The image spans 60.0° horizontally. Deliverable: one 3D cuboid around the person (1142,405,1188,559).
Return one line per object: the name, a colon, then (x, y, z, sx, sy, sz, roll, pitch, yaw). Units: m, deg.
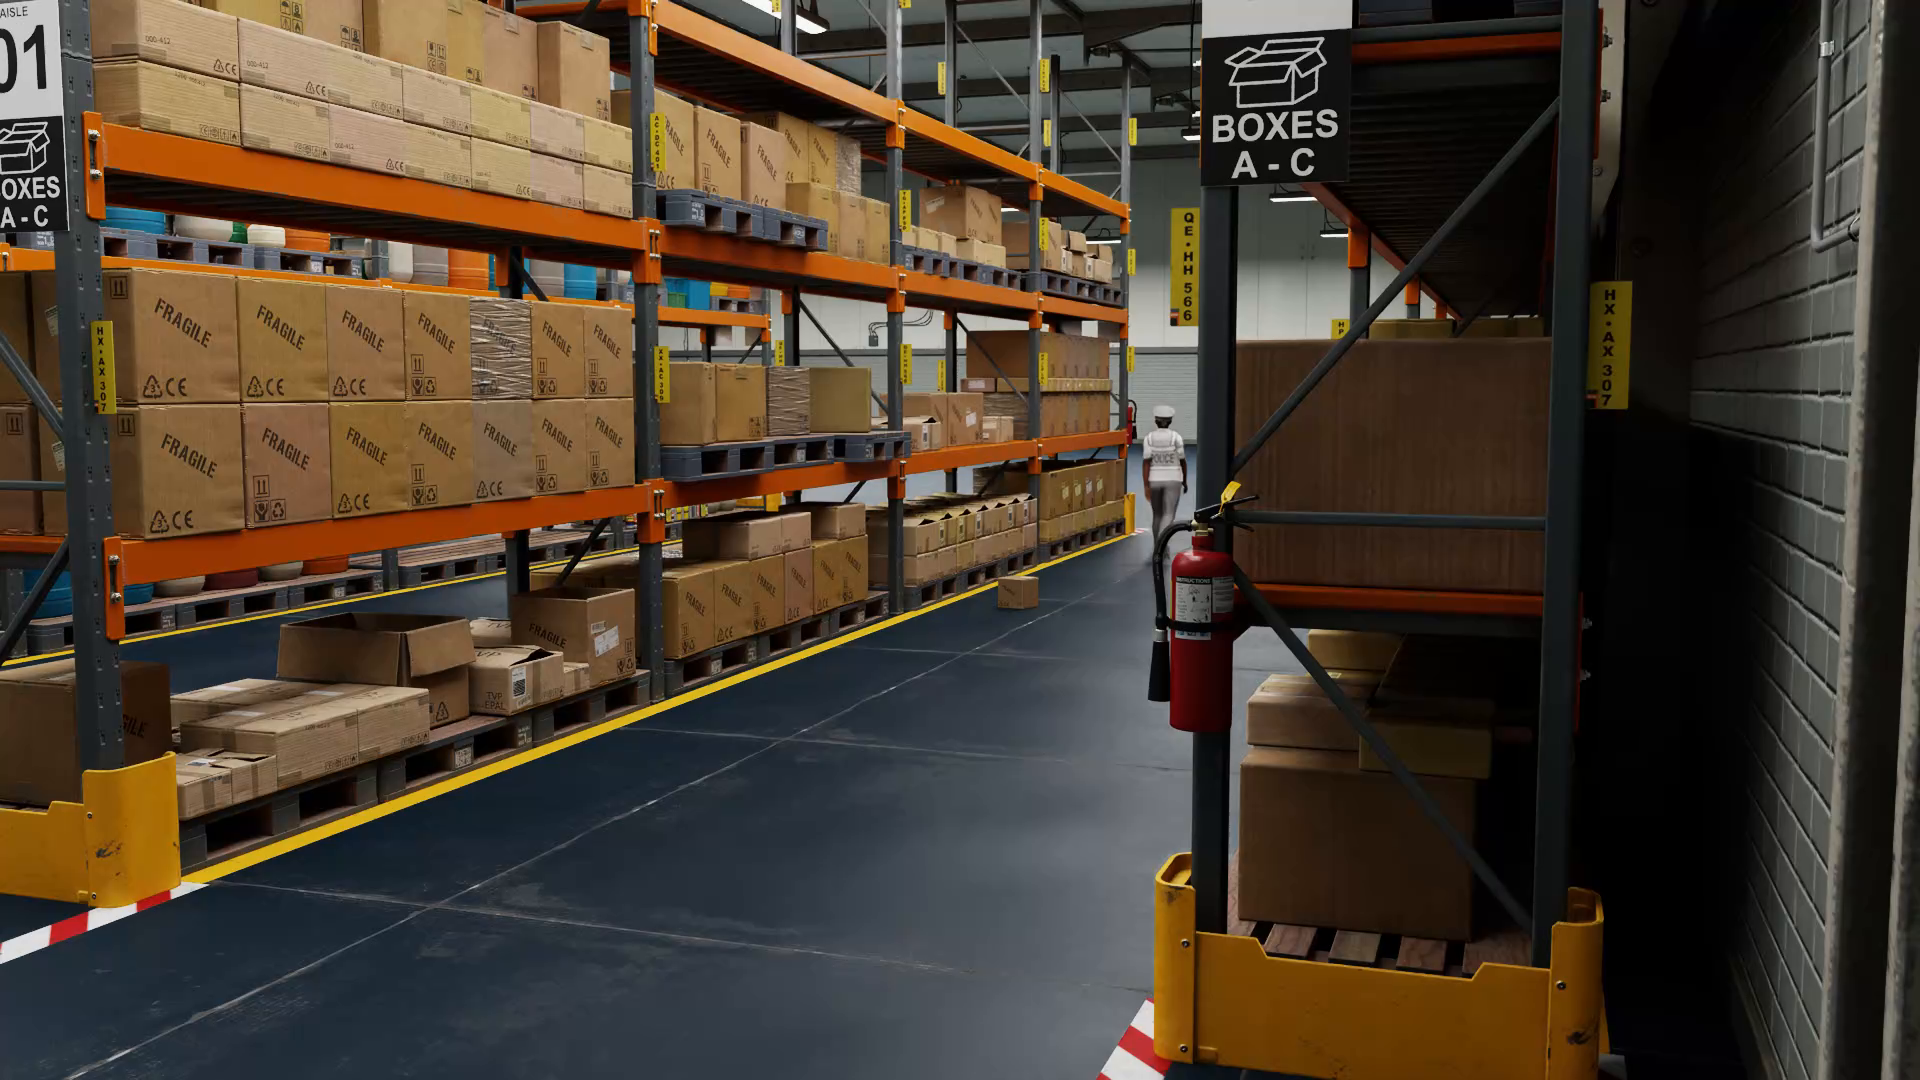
person: (2.182, -0.616, 17.661, 0.437, 1.642, 0.991, 2, 6, 21)
